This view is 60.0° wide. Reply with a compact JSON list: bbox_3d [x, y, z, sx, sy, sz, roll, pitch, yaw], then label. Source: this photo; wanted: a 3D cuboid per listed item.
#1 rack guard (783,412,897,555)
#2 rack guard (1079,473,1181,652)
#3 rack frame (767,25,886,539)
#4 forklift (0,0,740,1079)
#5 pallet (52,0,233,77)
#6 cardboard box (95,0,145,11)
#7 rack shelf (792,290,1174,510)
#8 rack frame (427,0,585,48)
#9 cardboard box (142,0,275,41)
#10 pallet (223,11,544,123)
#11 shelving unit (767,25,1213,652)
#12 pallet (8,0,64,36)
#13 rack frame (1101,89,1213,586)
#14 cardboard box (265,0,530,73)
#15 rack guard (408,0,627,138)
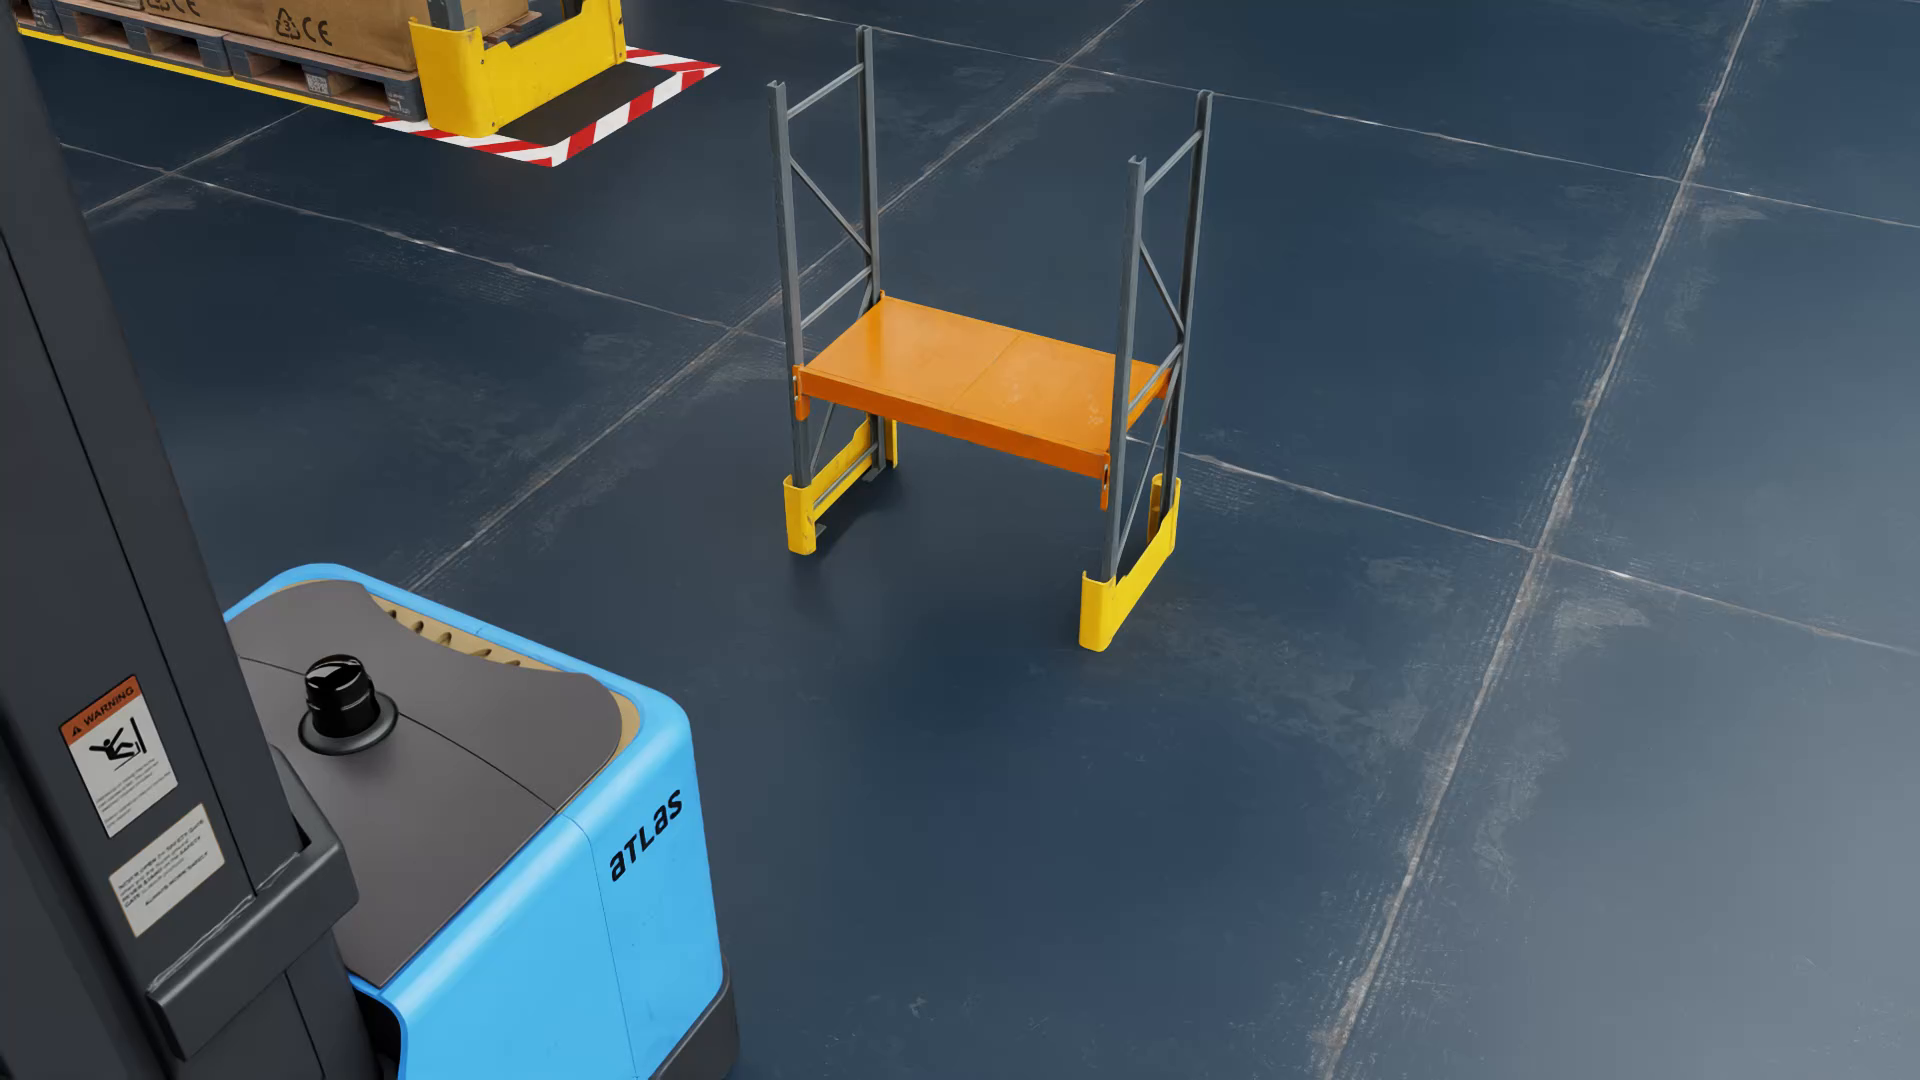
[{"bbox_3d":[-0.375,-0.217,5.329,0.087,0.250,0.587,17,41,21],"label":"rack guard"},{"bbox_3d":[0.510,0.060,4.964,0.087,0.250,0.587,17,41,21],"label":"rack guard"},{"bbox_3d":[-0.376,-0.715,4.951,0.032,1.500,0.500,17,41,21],"label":"rack frame"},{"bbox_3d":[-1.632,0.634,1.990,1.130,2.935,3.031,18,41,22],"label":"forklift"},{"bbox_3d":[-3.945,-2.819,8.789,1.213,0.211,1.003,17,41,21],"label":"pallet"},{"bbox_3d":[-4.343,-3.382,8.634,0.875,0.875,0.875,18,41,22],"label":"cardboard box"},{"bbox_3d":[0.076,-0.430,4.874,1.000,0.185,0.538,17,41,21],"label":"rack shelf"},{"bbox_3d":[-2.120,-3.410,7.261,0.127,3.000,1.000,17,41,21],"label":"rack frame"},{"bbox_3d":[-3.535,-3.127,8.299,0.875,0.875,0.875,17,40,21],"label":"cardboard box"},{"bbox_3d":[-2.866,-2.479,8.342,1.213,0.211,1.003,17,41,21],"label":"pallet"},{"bbox_3d":[0.068,-0.576,4.769,1.083,1.500,0.587,17,41,21],"label":"shelving unit"},{"bbox_3d":[-5.033,-3.158,9.235,1.213,0.211,1.003,17,41,21],"label":"pallet"},{"bbox_3d":[0.527,-0.432,4.579,0.032,1.500,0.500,17,41,21],"label":"rack frame"},{"bbox_3d":[-2.752,-2.884,7.978,0.875,0.875,0.875,18,41,22],"label":"cardboard box"},{"bbox_3d":[-2.099,-2.407,8.008,0.348,0.500,1.175,17,41,21],"label":"rack guard"}]
